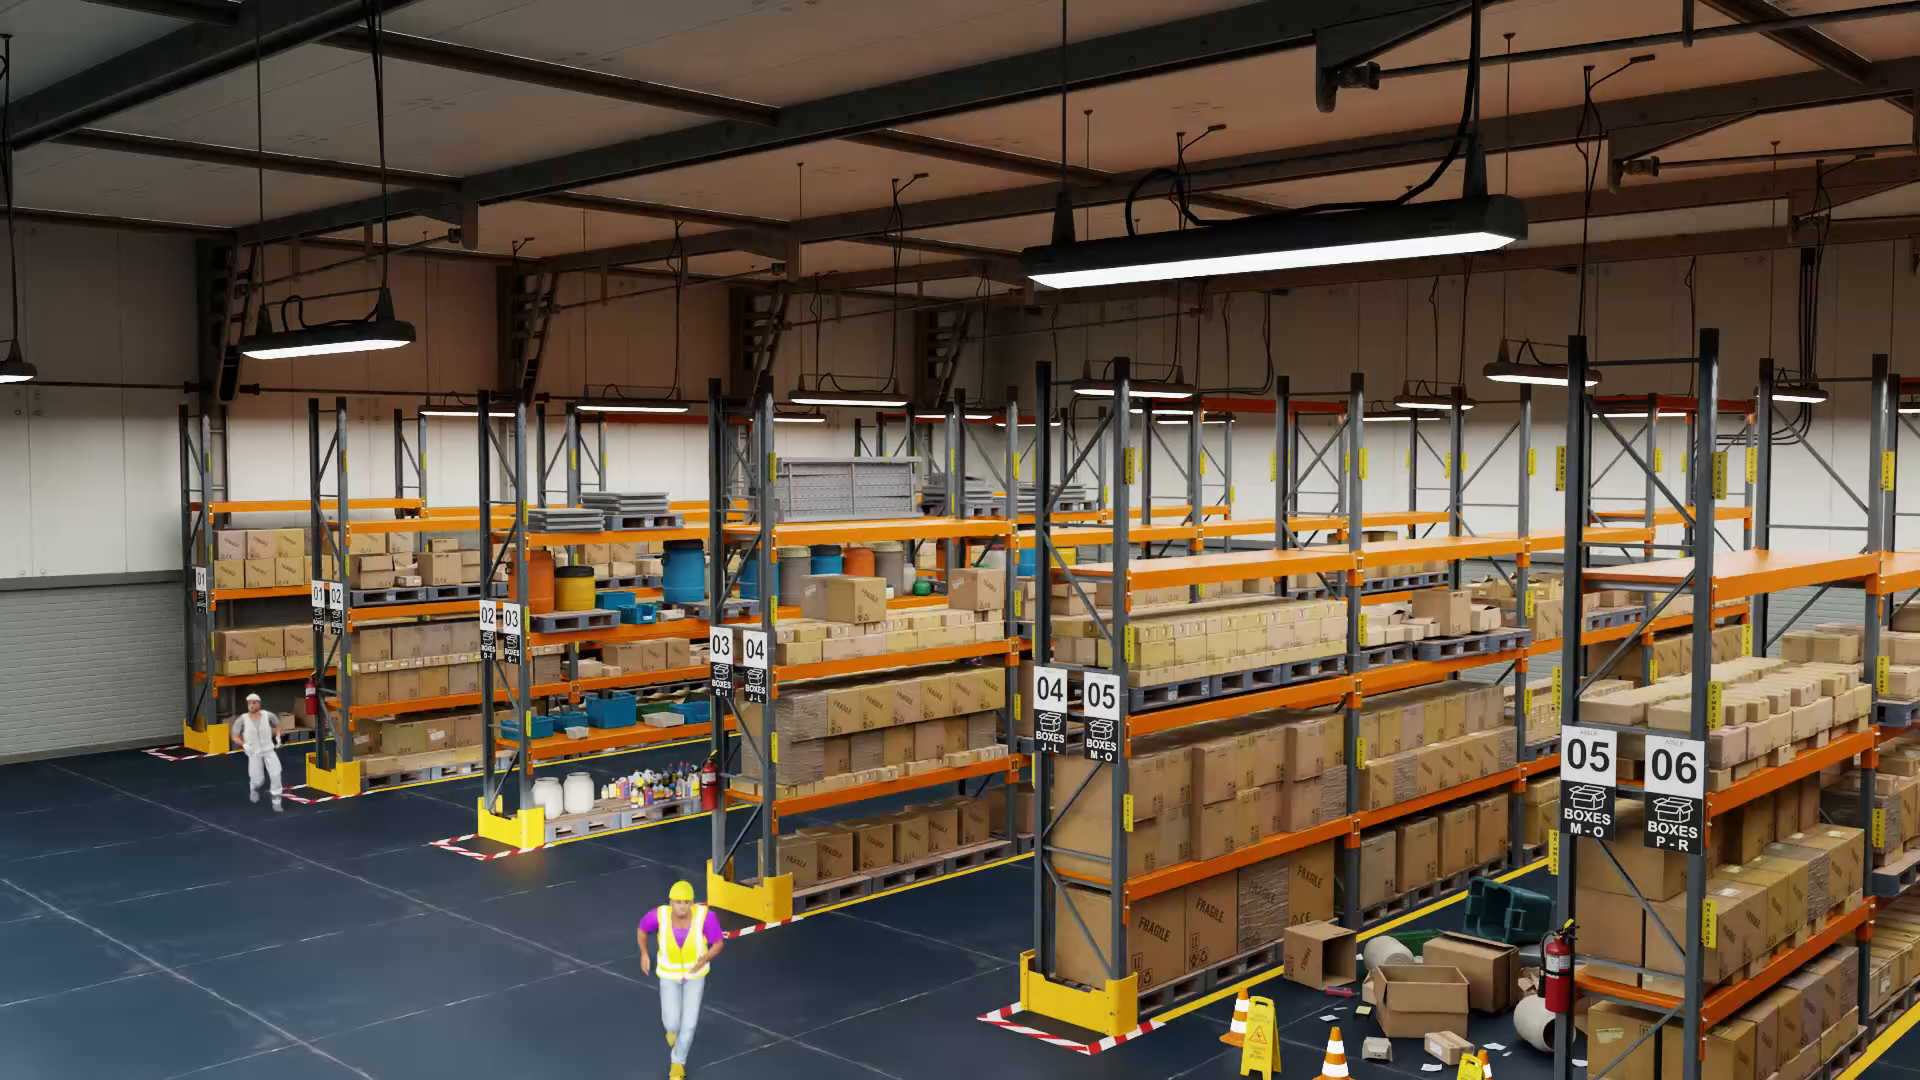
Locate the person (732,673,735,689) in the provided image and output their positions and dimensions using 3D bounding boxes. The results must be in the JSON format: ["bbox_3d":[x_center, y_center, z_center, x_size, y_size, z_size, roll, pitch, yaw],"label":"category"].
[{"bbox_3d":[-4.695,2.493,34.054,0.630,1.830,0.820,2,4,31],"label":"person"}]

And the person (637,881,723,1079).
[{"bbox_3d":[-2.305,3.610,13.725,0.689,1.686,0.737,-1,3,-13],"label":"person"}]

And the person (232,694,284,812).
[{"bbox_3d":[-10.127,3.058,24.000,0.671,1.709,0.604,-2,4,-34],"label":"person"}]
